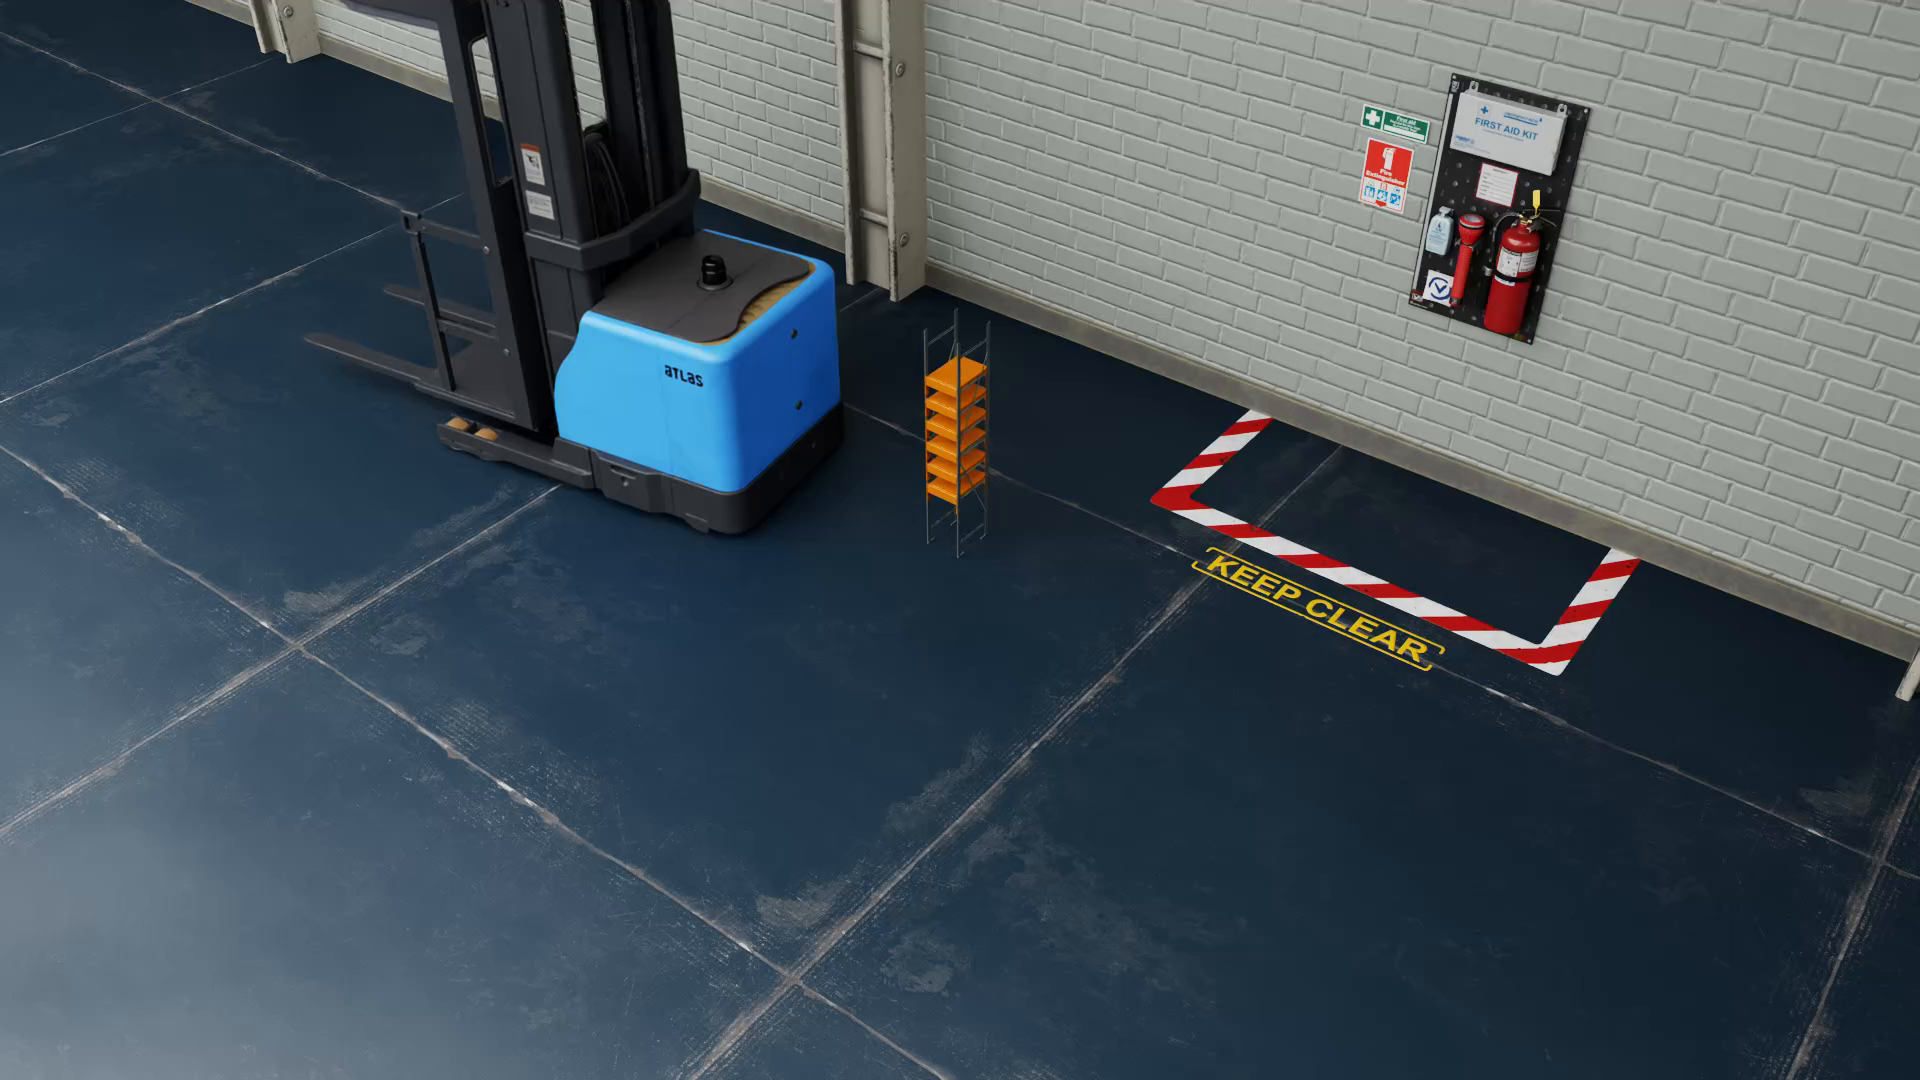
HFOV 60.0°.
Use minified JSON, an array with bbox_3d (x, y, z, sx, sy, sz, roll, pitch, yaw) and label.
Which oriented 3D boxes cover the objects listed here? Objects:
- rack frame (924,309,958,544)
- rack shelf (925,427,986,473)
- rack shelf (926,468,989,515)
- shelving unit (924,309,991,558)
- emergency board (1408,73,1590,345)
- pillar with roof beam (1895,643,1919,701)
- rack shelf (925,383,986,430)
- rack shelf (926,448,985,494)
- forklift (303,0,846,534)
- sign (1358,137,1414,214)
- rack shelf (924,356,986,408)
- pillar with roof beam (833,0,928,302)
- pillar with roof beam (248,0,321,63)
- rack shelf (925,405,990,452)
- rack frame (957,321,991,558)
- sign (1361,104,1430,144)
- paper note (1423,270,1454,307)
[{"bbox_3d":[-0.084,-0.512,7.792,0.006,1.200,0.240,25,45,29],"label":"rack frame"},{"bbox_3d":[-0.012,-0.443,7.775,0.180,0.103,0.258,25,45,29],"label":"rack shelf"},{"bbox_3d":[-0.011,-0.254,7.923,0.180,0.103,0.258,25,45,29],"label":"rack shelf"},{"bbox_3d":[-0.012,-0.478,7.748,0.189,1.200,0.258,25,45,29],"label":"shelving unit"},{"bbox_3d":[2.384,-1.446,7.524,0.643,1.169,0.194,25,45,29],"label":"emergency board"},{"bbox_3d":[1.708,-0.756,1.777,0.400,9.000,9.100,25,45,29],"label":"pillar with roof beam"},{"bbox_3d":[-0.012,-0.632,7.627,0.180,0.103,0.258,25,45,29],"label":"rack shelf"},{"bbox_3d":[-0.011,-0.348,7.849,0.180,0.103,0.258,25,45,29],"label":"rack shelf"},{"bbox_3d":[-2.141,-1.832,8.074,3.031,2.935,1.130,19,42,22],"label":"forklift"},{"bbox_3d":[2.007,-1.718,7.842,0.234,0.329,0.001,25,45,29],"label":"sign"},{"bbox_3d":[-0.012,-0.726,7.553,0.180,0.103,0.258,25,45,29],"label":"rack shelf"},{"bbox_3d":[-3.058,-3.003,4.647,0.400,9.000,9.100,25,45,29],"label":"pillar with roof beam"},{"bbox_3d":[-7.823,-5.250,7.517,0.400,9.000,9.100,25,45,29],"label":"pillar with roof beam"},{"bbox_3d":[-0.012,-0.537,7.701,0.180,0.103,0.258,25,45,29],"label":"rack shelf"},{"bbox_3d":[0.061,-0.444,7.704,0.006,1.200,0.240,25,45,29],"label":"rack frame"},{"bbox_3d":[2.006,-1.920,7.671,0.331,0.109,0.001,25,45,29],"label":"sign"},{"bbox_3d":[2.285,-1.199,7.924,0.142,0.148,0.016,25,45,29],"label":"paper note"}]
